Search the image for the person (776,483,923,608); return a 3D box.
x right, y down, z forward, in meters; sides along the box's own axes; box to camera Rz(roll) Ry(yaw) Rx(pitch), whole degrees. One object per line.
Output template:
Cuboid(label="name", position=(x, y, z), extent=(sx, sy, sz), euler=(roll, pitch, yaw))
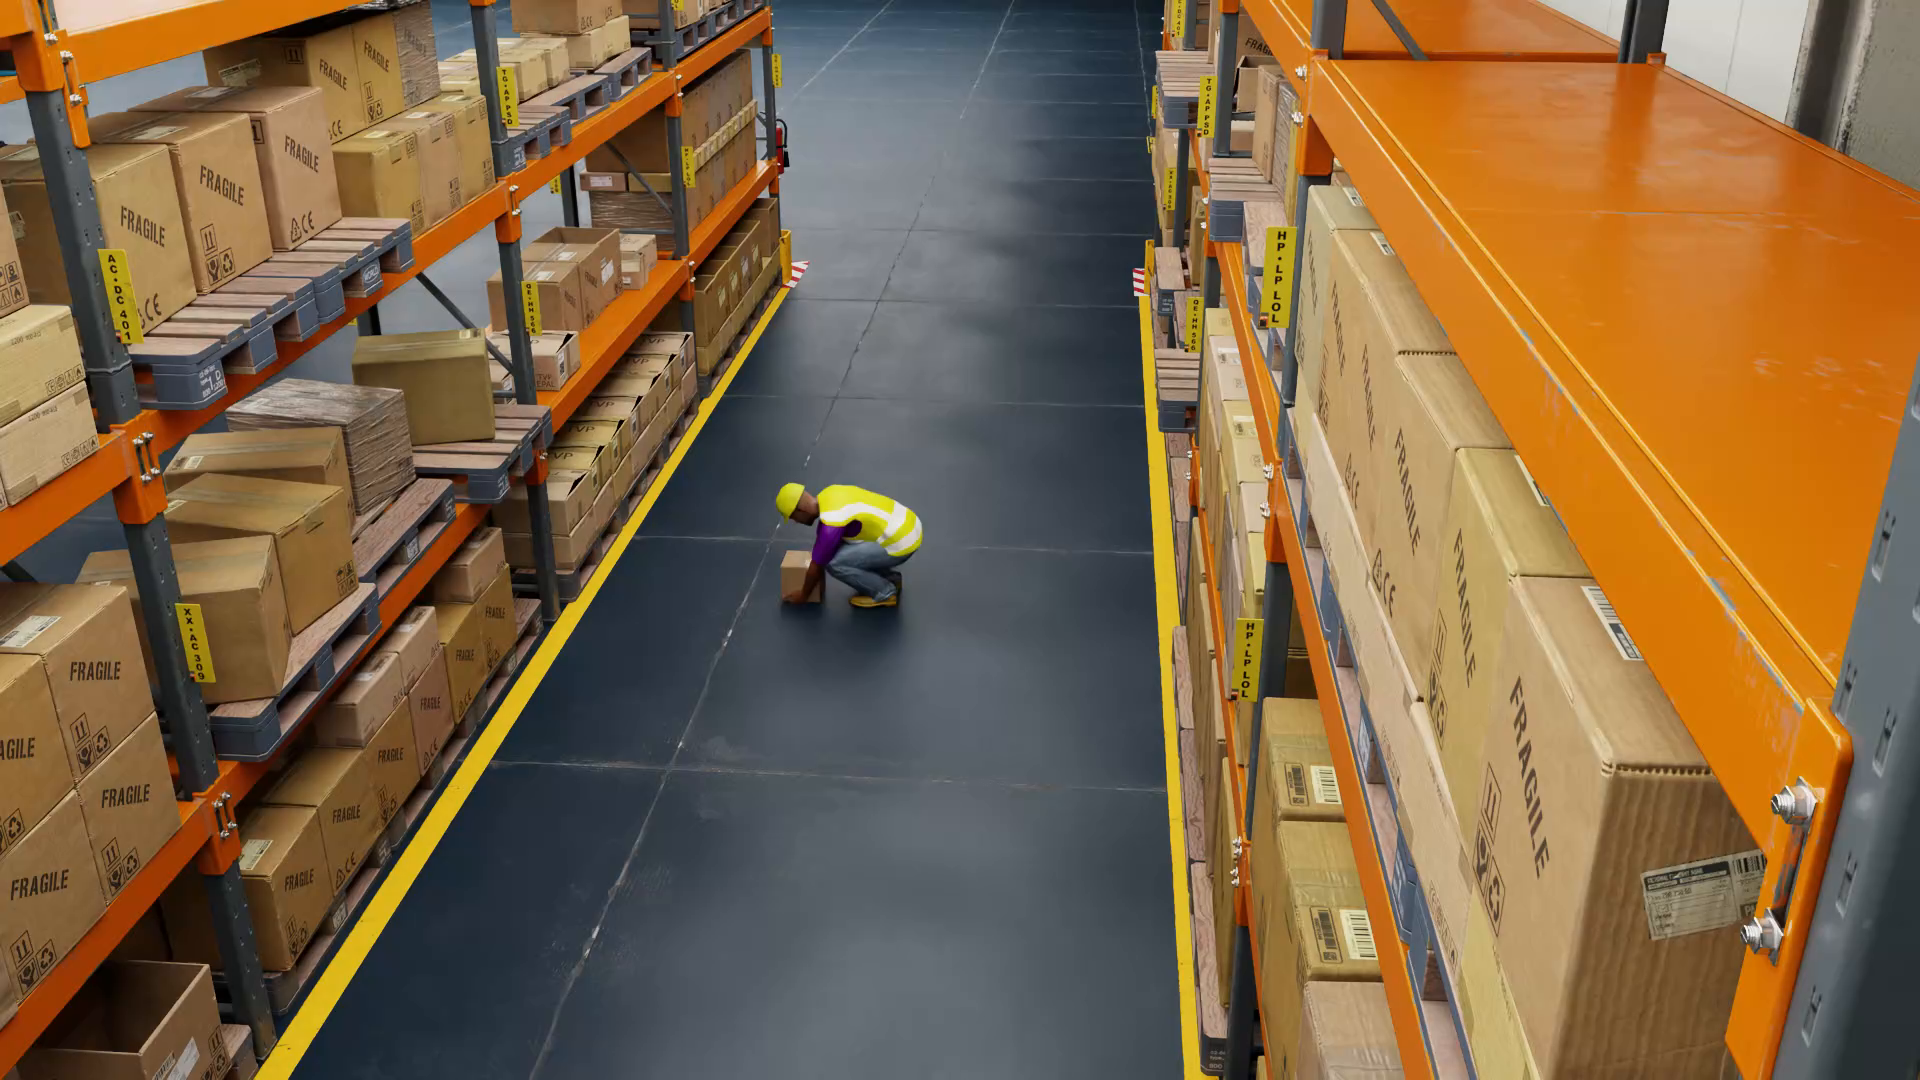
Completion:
Cuboid(label="person", position=(-0.709, 0.051, 10.748), extent=(0.928, 0.893, 0.544), euler=(2, 24, 4))
